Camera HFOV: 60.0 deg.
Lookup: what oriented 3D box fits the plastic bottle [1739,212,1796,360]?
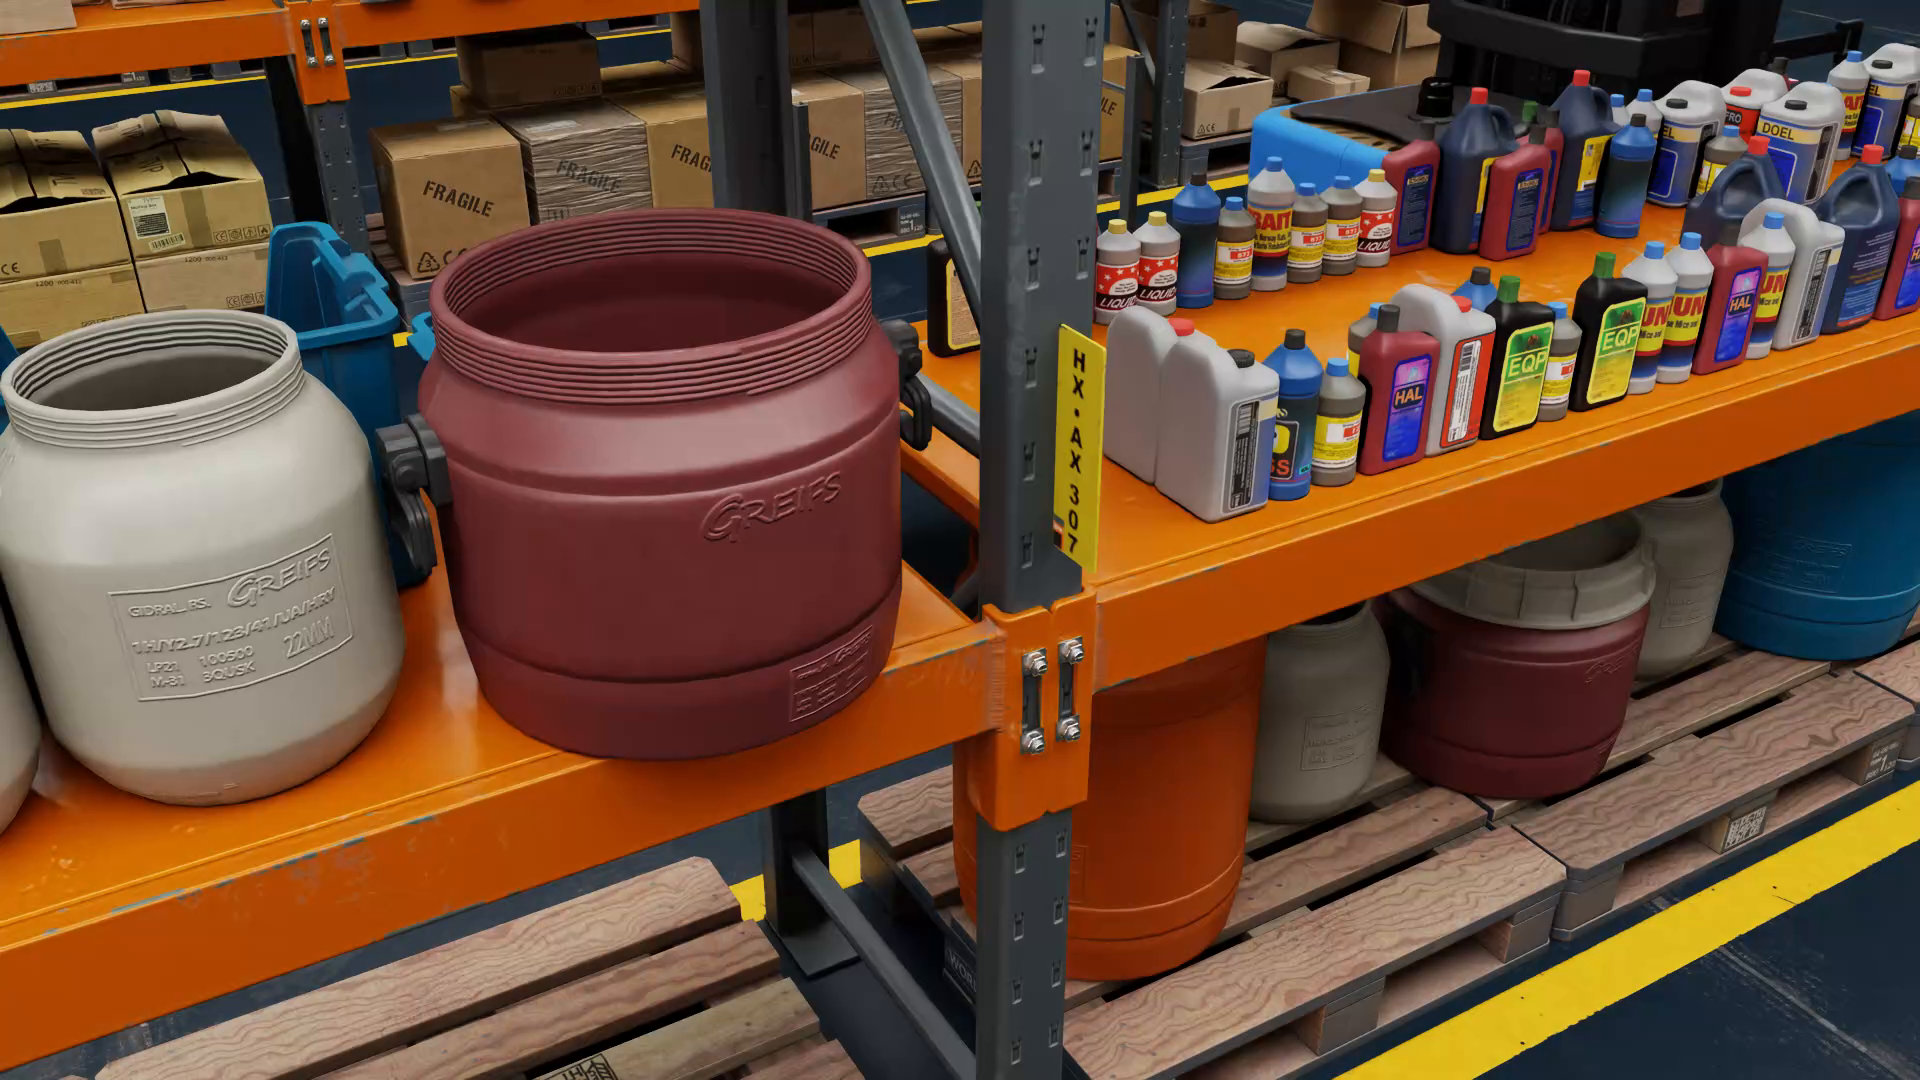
[{"bbox_3d":[1.517,-0.487,3.161,0.097,0.271,0.097,0,29,0],"label":"plastic bottle"}]

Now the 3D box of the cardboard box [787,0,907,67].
[{"bbox_3d":[-0.589,-2.481,7.996,0.500,0.250,0.500,-16,33,-26],"label":"cardboard box"}]

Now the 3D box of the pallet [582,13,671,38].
[{"bbox_3d":[-2.327,-3.937,12.166,1.213,0.211,1.003,-16,33,-26],"label":"pallet"}]

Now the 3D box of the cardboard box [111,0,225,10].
[{"bbox_3d":[-2.971,-2.227,6.273,0.500,0.311,0.500,-14,32,-23],"label":"cardboard box"}]

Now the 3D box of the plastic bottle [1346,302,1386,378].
[{"bbox_3d":[0.727,-0.317,2.926,0.097,0.201,0.097,0,29,0],"label":"plastic bottle"}]

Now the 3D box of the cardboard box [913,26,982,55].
[{"bbox_3d":[-0.182,-2.262,8.376,0.500,0.500,0.500,-15,32,-26],"label":"cardboard box"}]

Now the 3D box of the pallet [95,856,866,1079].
[{"bbox_3d":[-0.817,1.122,2.998,1.213,0.211,1.003,-16,33,-26],"label":"pallet"}]

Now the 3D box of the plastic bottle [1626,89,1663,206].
[{"bbox_3d":[1.615,-0.940,3.982,0.097,0.271,0.097,0,29,0],"label":"plastic bottle"}]

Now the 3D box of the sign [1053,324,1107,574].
[{"bbox_3d":[0.156,-0.116,2.187,0.005,0.325,0.100,-16,33,-26],"label":"sign"}]

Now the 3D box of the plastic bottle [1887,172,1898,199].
[{"bbox_3d":[1.846,-0.614,3.392,0.097,0.271,0.097,0,29,0],"label":"plastic bottle"}]

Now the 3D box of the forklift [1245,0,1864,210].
[{"bbox_3d":[2.522,-1.980,5.805,3.031,2.935,1.130,-16,33,-26],"label":"forklift"}]

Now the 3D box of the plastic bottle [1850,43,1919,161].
[{"bbox_3d":[2.412,-1.153,4.363,0.135,0.276,0.152,-16,33,-26],"label":"plastic bottle"}]

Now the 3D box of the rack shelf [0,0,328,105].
[{"bbox_3d":[-4.360,-1.532,5.666,4.000,0.370,1.077,-16,33,-26],"label":"rack shelf"}]

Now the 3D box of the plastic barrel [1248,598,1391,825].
[{"bbox_3d":[0.726,0.331,3.686,0.421,0.512,0.421,0,29,0],"label":"plastic barrel"}]

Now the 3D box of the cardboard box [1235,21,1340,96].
[{"bbox_3d":[1.807,-2.772,9.497,0.500,0.311,0.500,-16,33,-26],"label":"cardboard box"}]

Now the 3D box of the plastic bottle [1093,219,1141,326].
[{"bbox_3d":[0.311,-0.539,3.328,0.097,0.201,0.097,0,29,0],"label":"plastic bottle"}]

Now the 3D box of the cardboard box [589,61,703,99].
[{"bbox_3d":[-1.502,-1.888,7.699,0.500,0.500,0.500,-17,33,-28],"label":"cardboard box"}]

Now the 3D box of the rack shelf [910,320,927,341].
[{"bbox_3d":[-0.074,-0.478,4.937,1.000,0.185,0.538,-16,33,-26],"label":"rack shelf"}]

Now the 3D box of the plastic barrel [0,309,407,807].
[{"bbox_3d":[-0.908,0.020,1.994,0.421,0.512,0.421,0,29,0],"label":"plastic barrel"}]

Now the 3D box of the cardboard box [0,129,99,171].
[{"bbox_3d":[-3.684,-1.424,6.557,0.500,0.311,0.500,-17,33,-28],"label":"cardboard box"}]

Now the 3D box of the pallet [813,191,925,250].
[{"bbox_3d":[-0.922,-1.579,7.894,1.213,0.211,1.003,-16,33,-26],"label":"pallet"}]

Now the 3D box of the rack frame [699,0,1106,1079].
[{"bbox_3d":[-0.129,-0.272,2.639,0.127,3.000,1.000,-16,33,-26],"label":"rack frame"}]

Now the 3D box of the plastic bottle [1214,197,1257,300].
[{"bbox_3d":[0.563,-0.611,3.458,0.097,0.201,0.097,0,29,0],"label":"plastic bottle"}]

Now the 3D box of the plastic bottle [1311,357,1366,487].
[{"bbox_3d":[0.605,-0.197,2.709,0.097,0.201,0.097,0,29,0],"label":"plastic bottle"}]

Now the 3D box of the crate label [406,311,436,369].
[{"bbox_3d":[-0.682,-0.252,2.775,0.416,0.233,0.303,-16,33,-26],"label":"crate label"}]

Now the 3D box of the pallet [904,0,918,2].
[{"bbox_3d":[-1.004,-4.311,12.843,1.213,0.211,1.003,-16,33,-26],"label":"pallet"}]

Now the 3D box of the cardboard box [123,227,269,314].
[{"bbox_3d":[-2.965,-1.086,6.525,0.500,0.250,0.500,-15,32,-25],"label":"cardboard box"}]

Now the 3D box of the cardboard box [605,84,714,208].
[{"bbox_3d":[-1.215,-1.678,7.319,0.500,0.500,0.500,-16,33,-27],"label":"cardboard box"}]

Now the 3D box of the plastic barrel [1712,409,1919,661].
[{"bbox_3d":[2.231,-0.217,4.276,0.708,0.901,0.600,-16,33,-26],"label":"plastic barrel"}]

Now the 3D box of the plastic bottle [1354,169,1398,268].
[{"bbox_3d":[0.899,-0.706,3.630,0.097,0.201,0.097,0,29,0],"label":"plastic bottle"}]

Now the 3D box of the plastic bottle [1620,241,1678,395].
[{"bbox_3d":[1.234,-0.407,3.015,0.097,0.271,0.097,0,29,0],"label":"plastic bottle"}]

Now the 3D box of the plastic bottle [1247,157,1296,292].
[{"bbox_3d":[0.647,-0.665,3.484,0.097,0.271,0.097,0,29,0],"label":"plastic bottle"}]

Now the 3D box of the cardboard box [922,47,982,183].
[{"bbox_3d":[0.103,-2.056,8.003,0.500,0.500,0.500,-16,33,-26],"label":"cardboard box"}]

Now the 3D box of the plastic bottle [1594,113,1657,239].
[{"bbox_3d":[1.520,-0.832,3.787,0.097,0.271,0.097,0,29,0],"label":"plastic bottle"}]

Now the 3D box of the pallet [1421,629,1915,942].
[{"bbox_3d":[1.580,0.442,4.231,1.213,0.211,1.003,-16,33,-26],"label":"pallet"}]

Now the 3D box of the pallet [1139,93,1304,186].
[{"bbox_3d":[1.406,-2.262,9.131,1.213,0.211,1.003,-16,33,-26],"label":"pallet"}]

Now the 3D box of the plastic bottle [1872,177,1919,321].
[{"bbox_3d":[1.901,-0.591,3.337,0.133,0.283,0.061,-16,33,-26],"label":"plastic bottle"}]

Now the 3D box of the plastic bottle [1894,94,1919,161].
[{"bbox_3d":[2.491,-1.073,4.295,0.097,0.201,0.097,0,29,0],"label":"plastic bottle"}]

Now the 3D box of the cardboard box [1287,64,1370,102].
[{"bbox_3d":[2.025,-2.496,9.146,0.250,0.166,0.380,-16,33,-26],"label":"cardboard box"}]

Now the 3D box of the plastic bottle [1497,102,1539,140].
[{"bbox_3d":[1.263,-0.856,3.817,0.133,0.283,0.061,-16,33,-26],"label":"plastic bottle"}]

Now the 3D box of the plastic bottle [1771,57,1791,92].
[{"bbox_3d":[2.021,-1.071,4.207,0.133,0.283,0.061,-16,33,-26],"label":"plastic bottle"}]

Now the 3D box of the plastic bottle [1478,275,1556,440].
[{"bbox_3d":[0.945,-0.319,2.845,0.133,0.283,0.061,-16,33,-26],"label":"plastic bottle"}]

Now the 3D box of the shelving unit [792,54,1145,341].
[{"bbox_3d":[-0.066,-0.638,4.854,1.083,1.500,0.587,-16,33,-26],"label":"shelving unit"}]
